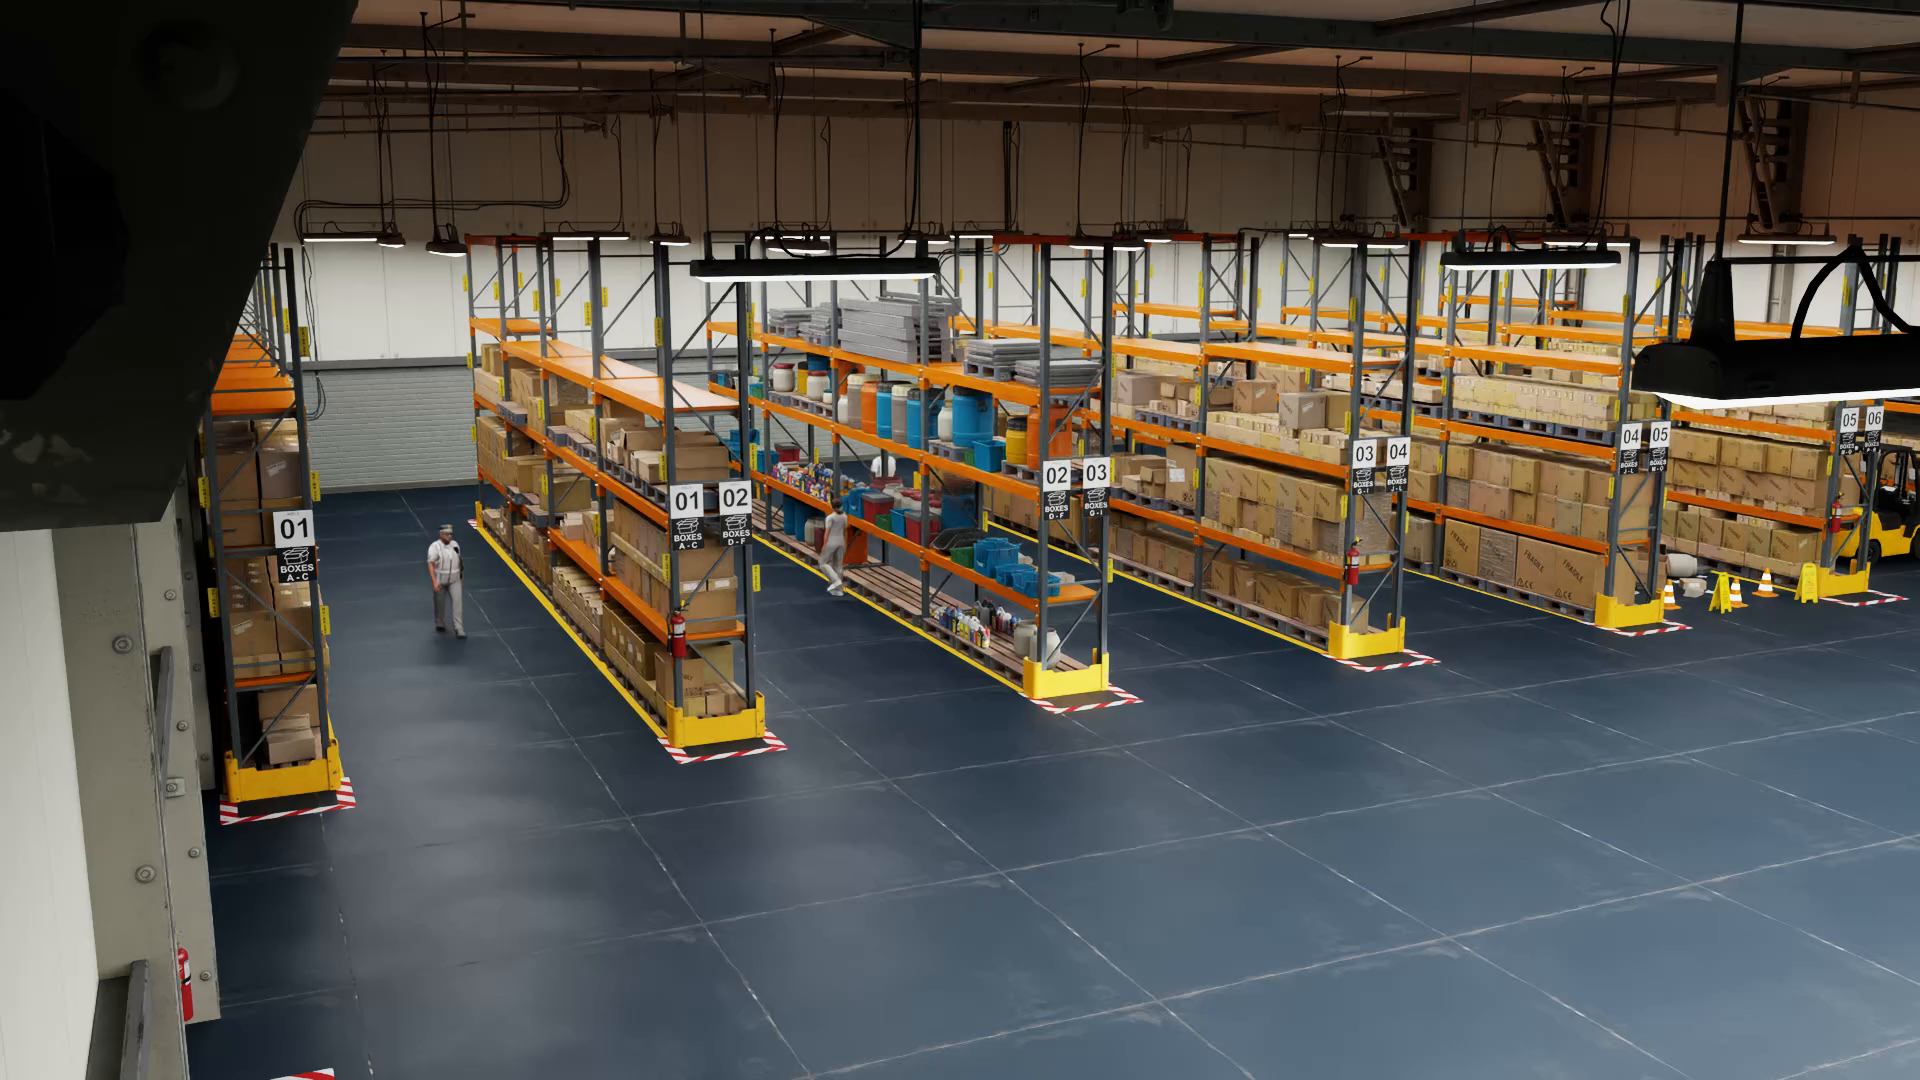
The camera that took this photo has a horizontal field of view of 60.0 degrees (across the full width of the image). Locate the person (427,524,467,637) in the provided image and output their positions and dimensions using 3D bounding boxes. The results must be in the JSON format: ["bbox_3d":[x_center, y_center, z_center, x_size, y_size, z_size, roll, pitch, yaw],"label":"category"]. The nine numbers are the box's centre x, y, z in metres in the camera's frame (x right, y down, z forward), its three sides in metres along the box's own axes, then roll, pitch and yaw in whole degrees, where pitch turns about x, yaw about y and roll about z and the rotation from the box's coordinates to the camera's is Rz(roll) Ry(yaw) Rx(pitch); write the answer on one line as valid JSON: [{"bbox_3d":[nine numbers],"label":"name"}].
[{"bbox_3d":[-7.896,0.595,25.509,0.523,1.706,1.099,-6,12,-27],"label":"person"}]

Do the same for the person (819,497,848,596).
[{"bbox_3d":[-2.053,0.119,27.719,0.480,1.670,0.516,-9,14,-38],"label":"person"}]

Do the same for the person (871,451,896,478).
[{"bbox_3d":[-1.547,-1.151,34.536,0.636,1.713,1.093,-6,12,-27],"label":"person"}]
